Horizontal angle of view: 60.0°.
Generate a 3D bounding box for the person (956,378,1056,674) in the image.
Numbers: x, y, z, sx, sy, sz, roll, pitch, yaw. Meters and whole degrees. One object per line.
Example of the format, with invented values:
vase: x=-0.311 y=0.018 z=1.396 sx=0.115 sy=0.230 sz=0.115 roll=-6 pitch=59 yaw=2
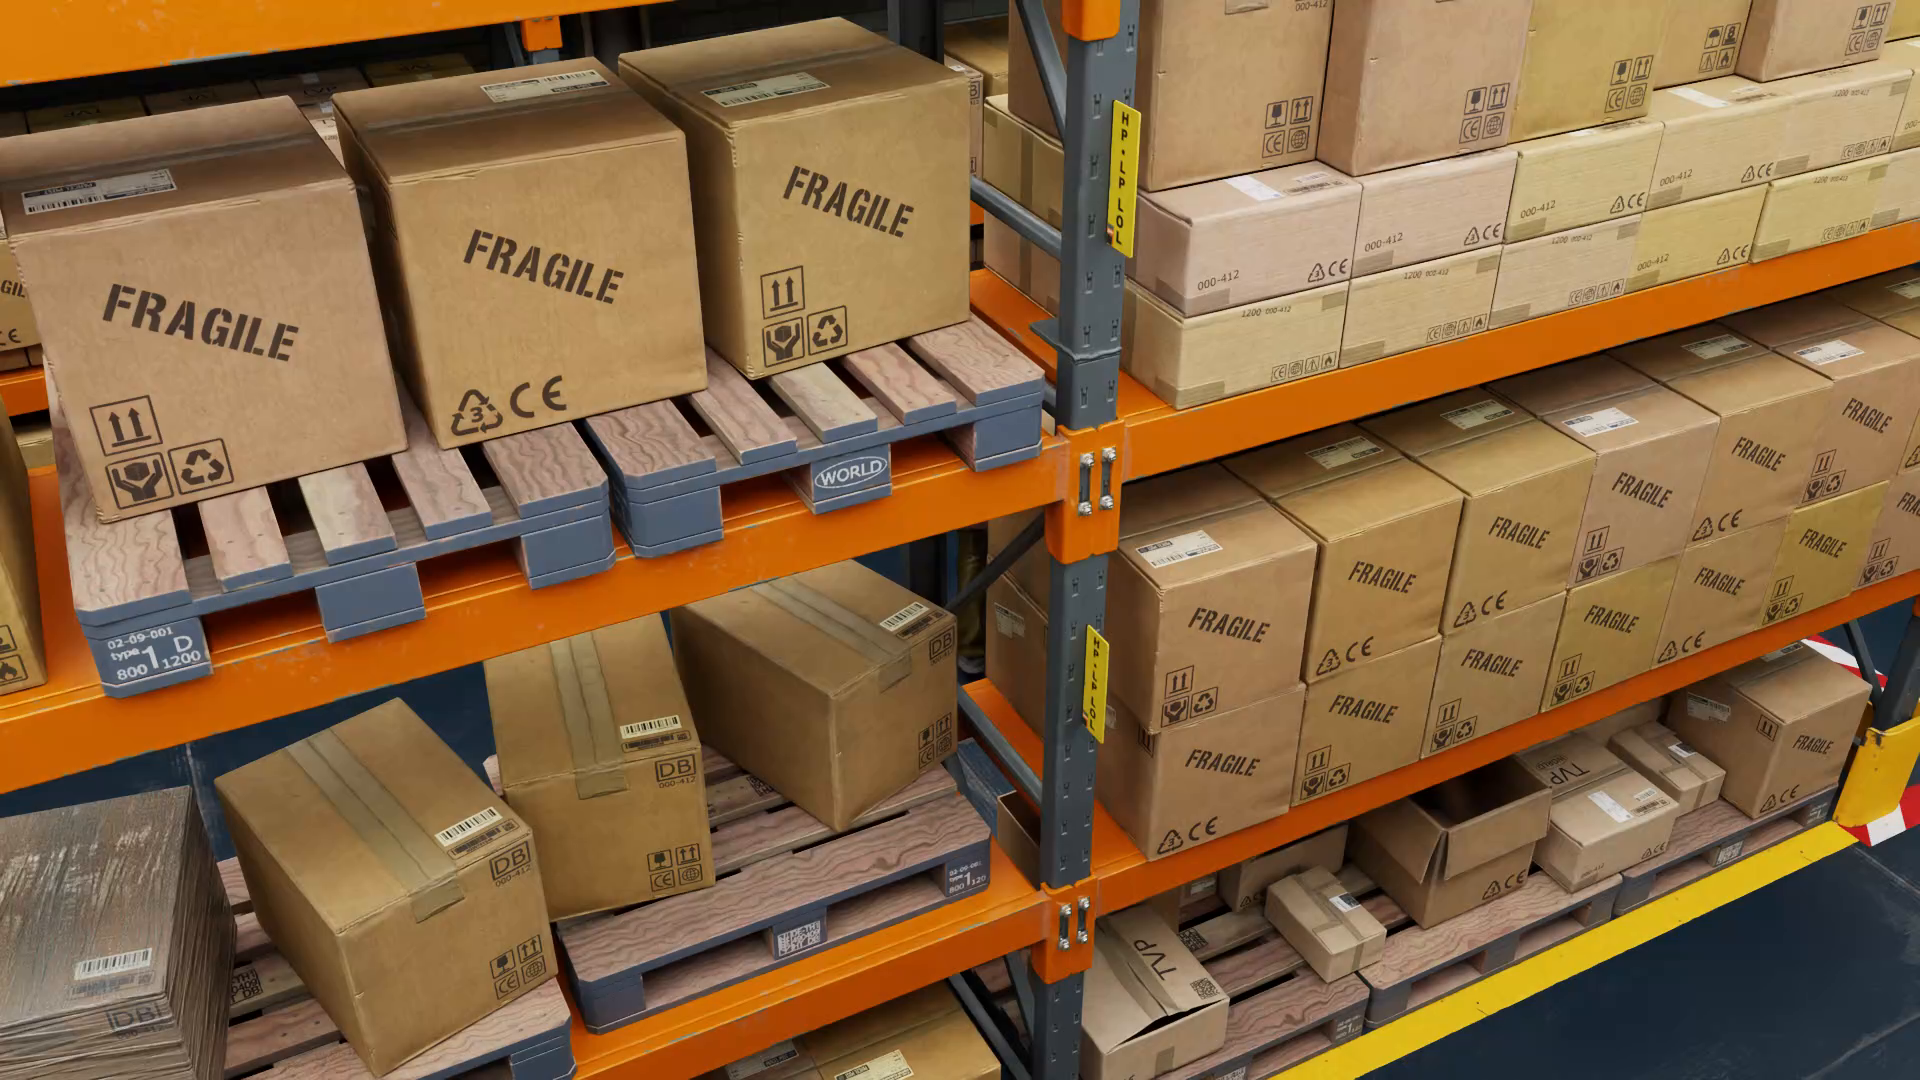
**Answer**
person: x=0.205 y=-0.321 z=7.676 sx=0.695 sy=1.711 sz=0.960 roll=5 pitch=33 yaw=7
